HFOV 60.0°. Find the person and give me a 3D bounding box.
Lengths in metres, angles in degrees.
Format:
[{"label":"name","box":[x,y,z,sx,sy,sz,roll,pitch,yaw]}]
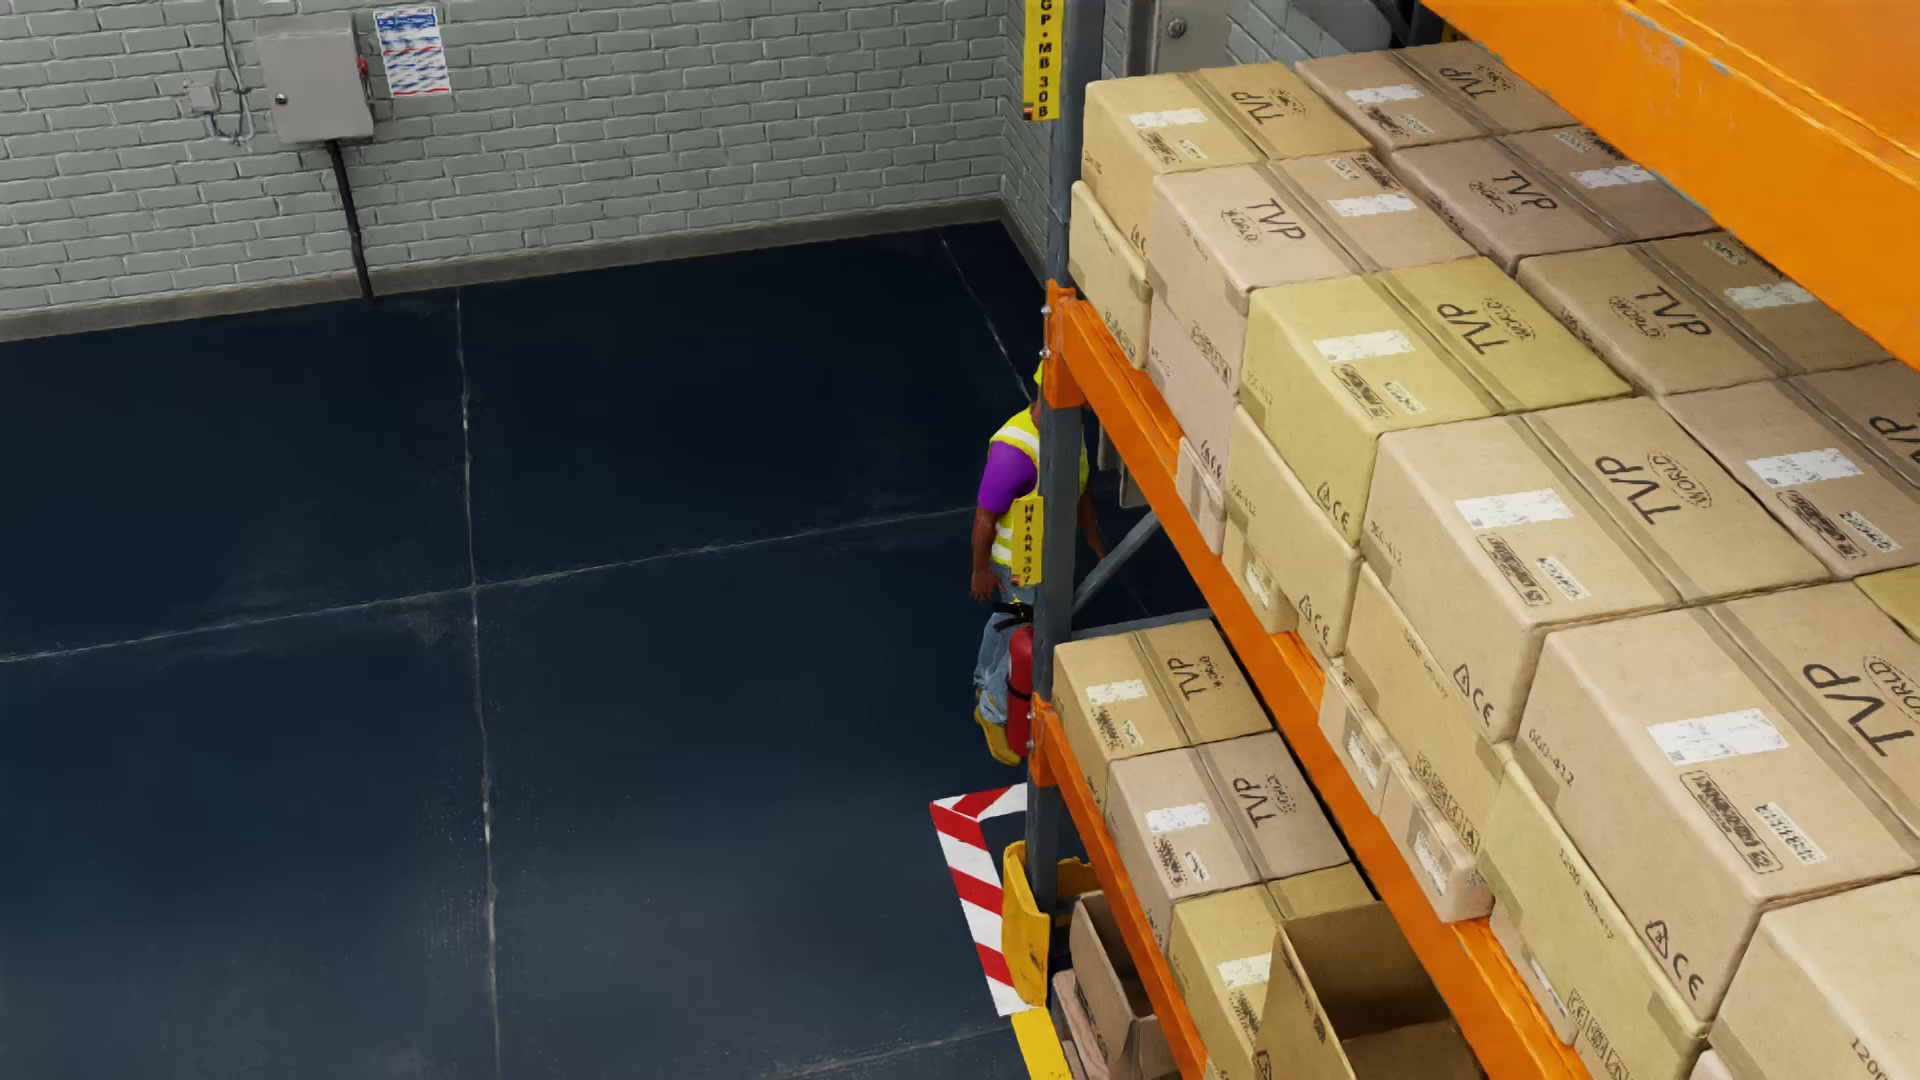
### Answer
[{"label":"person","box":[0.295,0.059,6.632,0.536,1.761,0.652,21,43,25]}]
